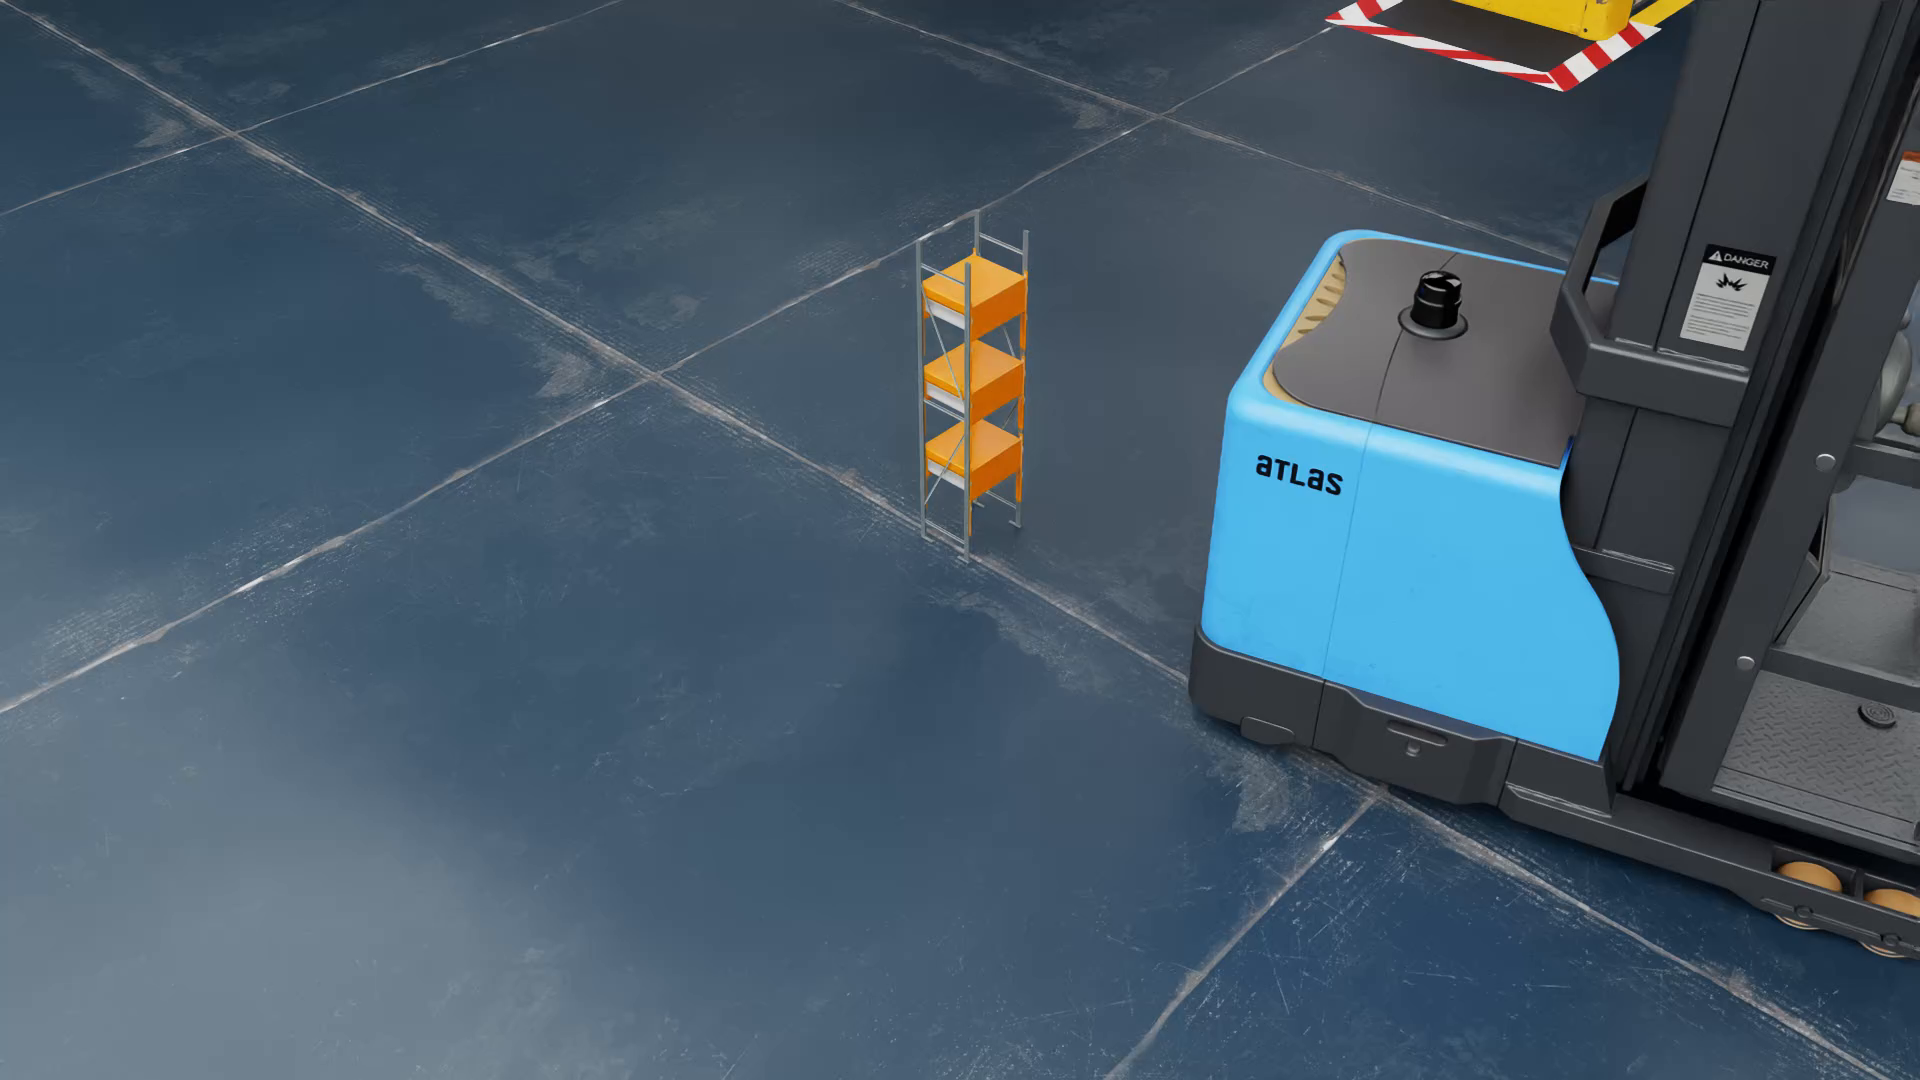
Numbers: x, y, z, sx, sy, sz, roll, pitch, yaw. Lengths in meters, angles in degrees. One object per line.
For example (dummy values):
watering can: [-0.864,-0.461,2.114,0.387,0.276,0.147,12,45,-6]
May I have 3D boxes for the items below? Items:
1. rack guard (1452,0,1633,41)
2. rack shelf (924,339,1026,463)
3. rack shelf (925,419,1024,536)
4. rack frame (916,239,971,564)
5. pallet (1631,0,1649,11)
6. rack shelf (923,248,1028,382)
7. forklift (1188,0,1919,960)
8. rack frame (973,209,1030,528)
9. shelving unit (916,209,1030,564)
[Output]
rack guard: [2.929,-3.034,8.664,1.175,0.500,0.348,30,47,32]
rack shelf: [0.036,-0.427,4.961,0.215,0.259,0.240,30,47,32]
rack shelf: [0.036,-0.210,5.134,0.215,0.259,0.240,30,47,32]
rack frame: [-0.046,-0.379,4.884,0.200,1.050,0.008,30,47,32]
pallet: [3.481,-3.292,9.220,1.003,0.211,1.213,30,47,32]
rack shelf: [0.036,-0.649,4.784,0.215,0.259,0.240,30,47,32]
forklift: [2.189,-0.526,3.557,3.031,2.935,1.130,17,41,20]
rack frame: [0.118,-0.492,5.025,0.200,1.050,0.008,30,47,32]
shelving unit: [0.036,-0.435,4.954,0.215,1.050,0.252,30,47,32]
